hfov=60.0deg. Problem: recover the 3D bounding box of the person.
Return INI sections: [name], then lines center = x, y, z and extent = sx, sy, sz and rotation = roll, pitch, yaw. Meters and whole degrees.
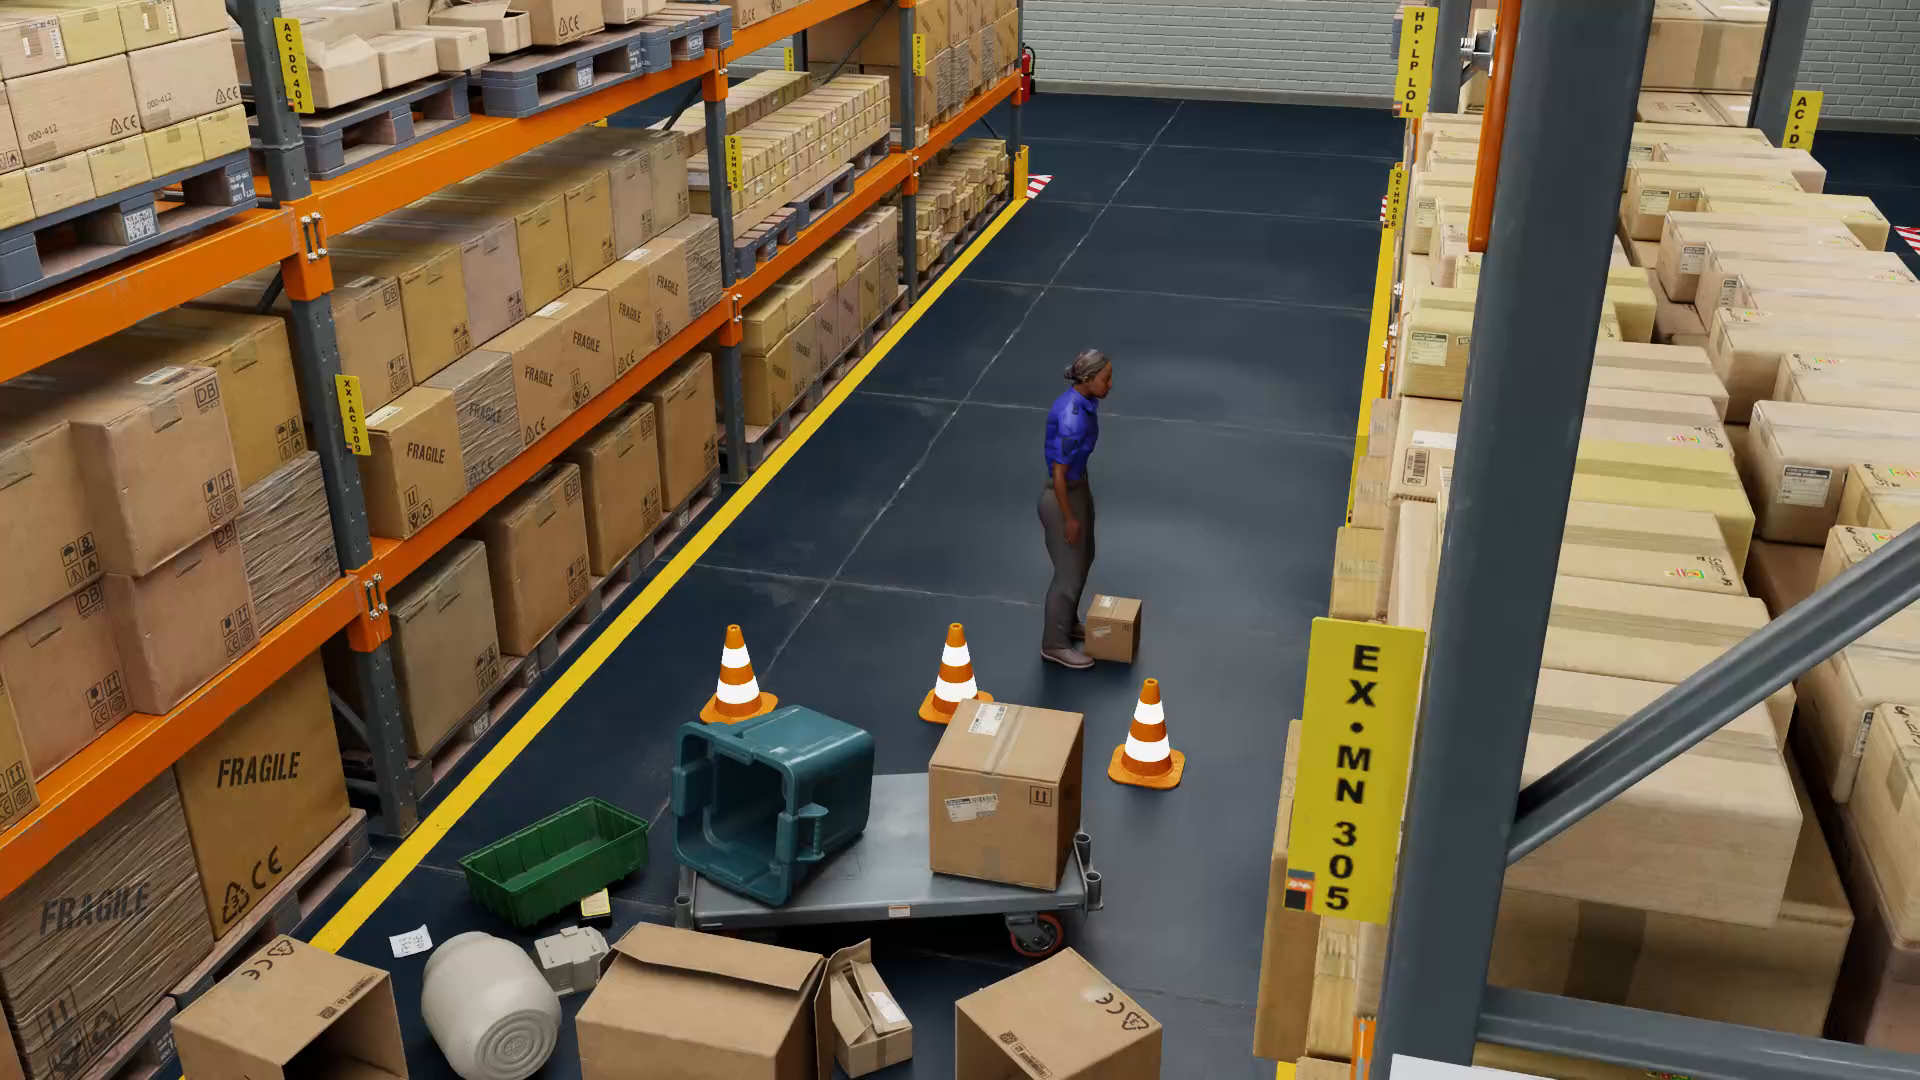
[person]
center = 0.582, -0.185, 8.503
extent = 0.349, 1.655, 0.509
rotation = 6, 26, 13
